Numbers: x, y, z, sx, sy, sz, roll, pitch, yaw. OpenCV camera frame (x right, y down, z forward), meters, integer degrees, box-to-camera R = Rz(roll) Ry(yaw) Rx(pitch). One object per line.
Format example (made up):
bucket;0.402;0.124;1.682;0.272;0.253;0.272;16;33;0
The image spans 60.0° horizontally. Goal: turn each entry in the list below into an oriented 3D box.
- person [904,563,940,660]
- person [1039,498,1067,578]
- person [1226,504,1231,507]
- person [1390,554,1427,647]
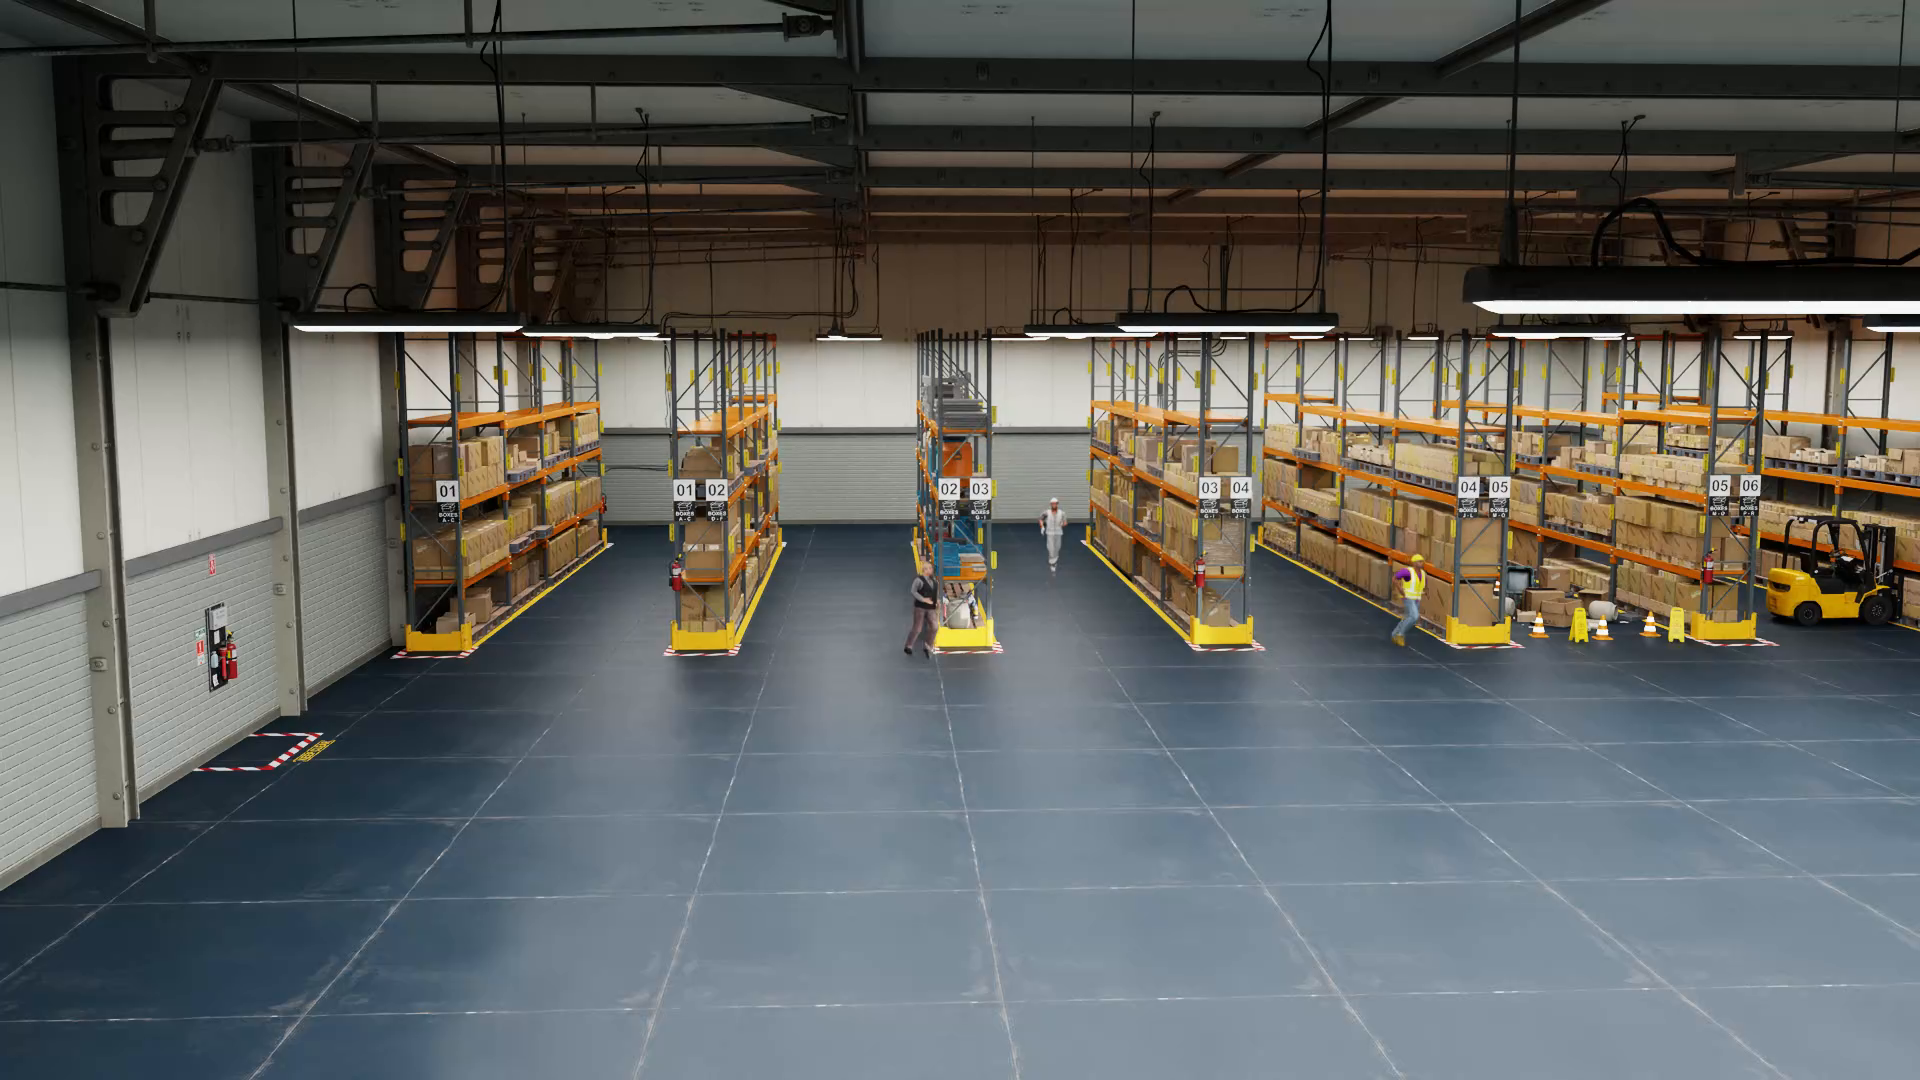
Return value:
person;-0.624;1.298;30.501;0.717;1.756;0.661;-6;9;-40
person;2.217;-0.069;39.083;0.619;1.839;0.773;-1;7;-9
person;7.506;-0.474;45.703;0.597;1.624;0.719;1;7;9
person;8.599;1.146;31.693;0.692;1.754;0.657;-5;8;-36
